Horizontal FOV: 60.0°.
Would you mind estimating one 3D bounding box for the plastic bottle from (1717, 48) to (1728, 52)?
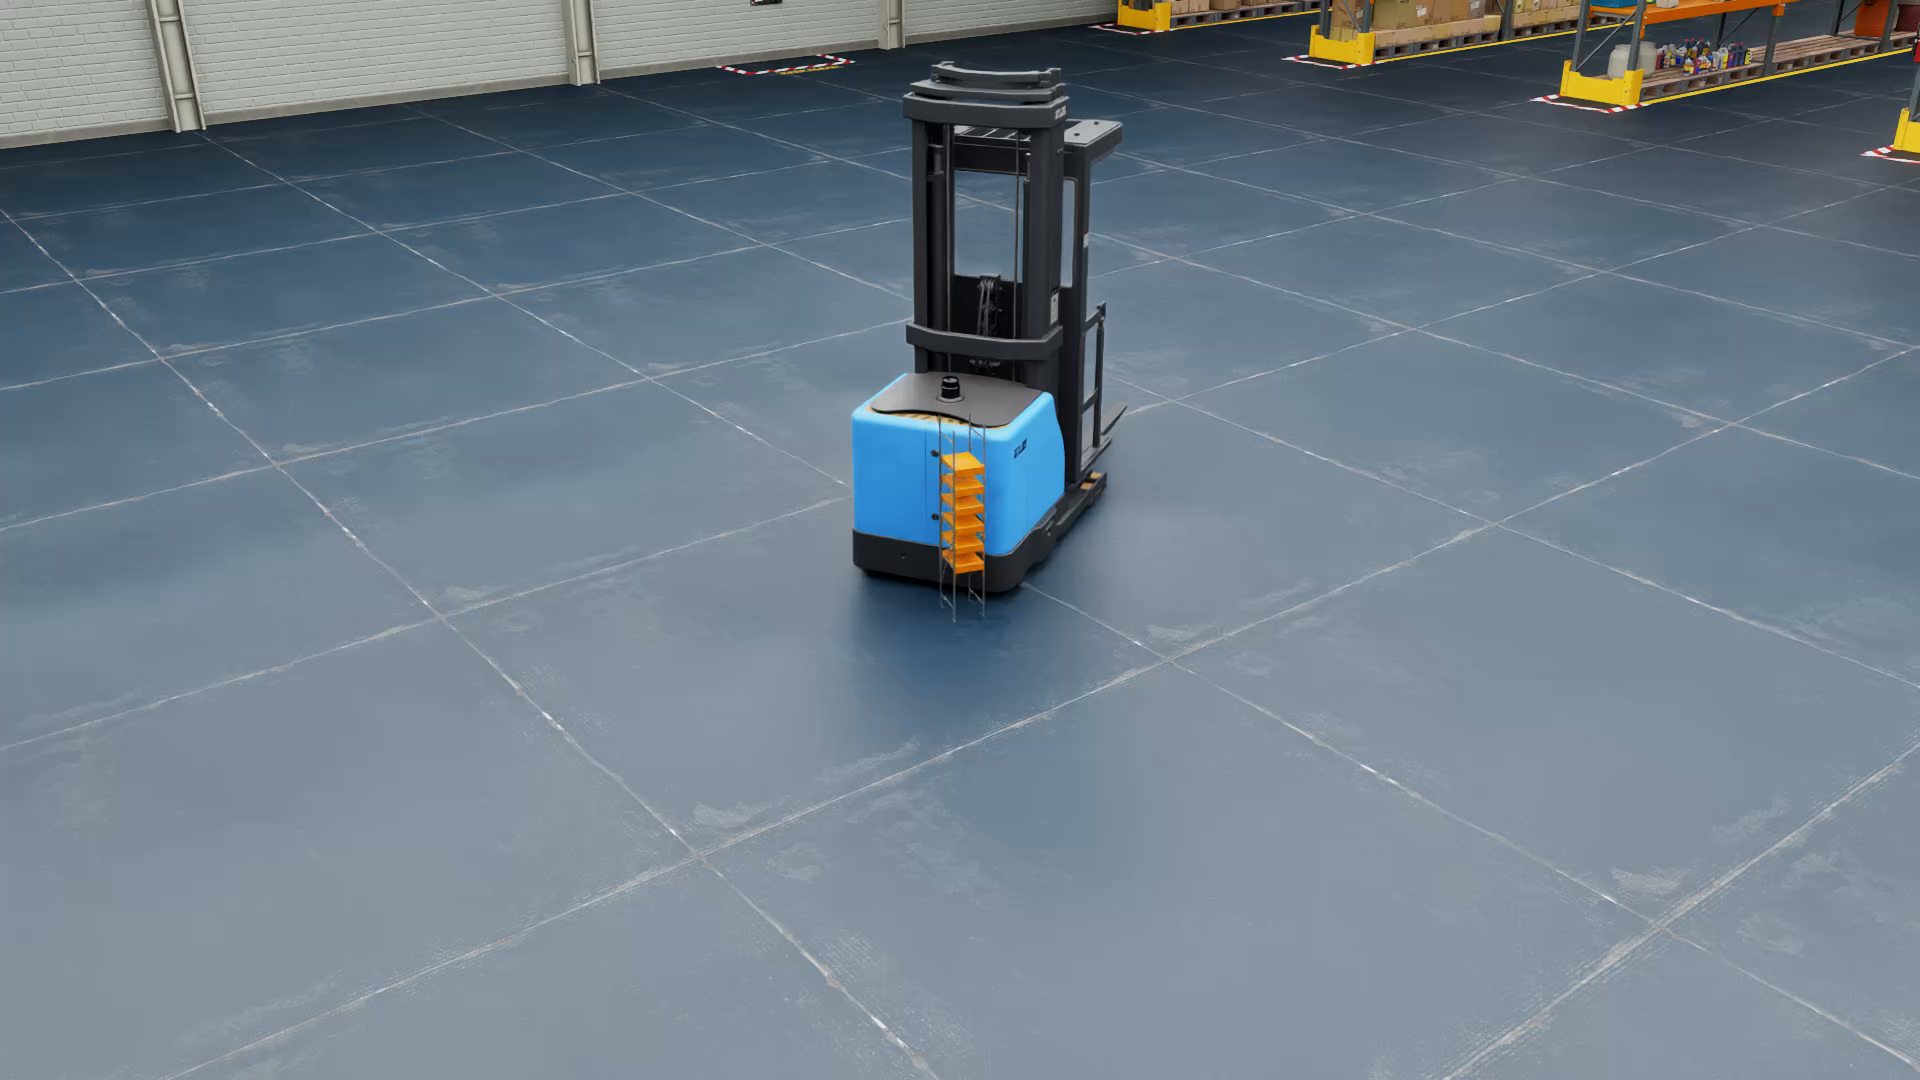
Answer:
[{"bbox_3d":[12.149,-7.702,26.495,0.135,0.276,0.152,-18,31,-34],"label":"plastic bottle"}]

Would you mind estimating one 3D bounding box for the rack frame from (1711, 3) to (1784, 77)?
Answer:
[{"bbox_3d":[12.740,-9.008,26.596,0.127,3.000,1.000,-18,31,-34],"label":"rack frame"}]

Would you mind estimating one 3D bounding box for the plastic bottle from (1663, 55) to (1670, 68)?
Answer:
[{"bbox_3d":[11.183,-7.577,26.315,0.097,0.201,0.097,0,25,0],"label":"plastic bottle"}]

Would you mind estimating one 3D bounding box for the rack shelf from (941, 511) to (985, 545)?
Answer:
[{"bbox_3d":[0.011,-0.081,9.606,0.180,0.103,0.258,-9,26,-19],"label":"rack shelf"}]

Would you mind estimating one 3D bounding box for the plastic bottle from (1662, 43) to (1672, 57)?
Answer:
[{"bbox_3d":[11.219,-7.726,26.458,0.185,0.351,0.144,-17,30,-32],"label":"plastic bottle"}]

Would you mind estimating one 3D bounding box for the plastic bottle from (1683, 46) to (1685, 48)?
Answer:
[{"bbox_3d":[11.607,-7.798,26.707,0.097,0.271,0.097,0,25,0],"label":"plastic bottle"}]

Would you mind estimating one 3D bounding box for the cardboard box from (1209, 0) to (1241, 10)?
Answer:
[{"bbox_3d":[5.136,-10.788,32.879,0.500,0.500,0.700,-21,32,-37],"label":"cardboard box"}]

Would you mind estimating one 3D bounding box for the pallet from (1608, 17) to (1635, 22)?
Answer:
[{"bbox_3d":[13.445,-10.605,33.351,1.213,0.211,1.003,-18,31,-34],"label":"pallet"}]

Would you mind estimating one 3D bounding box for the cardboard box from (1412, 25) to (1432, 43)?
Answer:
[{"bbox_3d":[7.883,-8.880,29.089,0.500,0.250,0.500,-18,31,-34],"label":"cardboard box"}]

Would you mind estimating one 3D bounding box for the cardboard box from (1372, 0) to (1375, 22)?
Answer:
[{"bbox_3d":[7.555,-9.397,29.310,0.500,0.500,0.500,-18,31,-34],"label":"cardboard box"}]

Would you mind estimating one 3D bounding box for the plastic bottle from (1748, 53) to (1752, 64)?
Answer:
[{"bbox_3d":[12.647,-7.741,26.667,0.097,0.201,0.097,0,25,0],"label":"plastic bottle"}]

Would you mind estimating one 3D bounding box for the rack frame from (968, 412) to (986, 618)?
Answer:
[{"bbox_3d":[0.096,-0.136,9.617,0.006,1.200,0.240,-9,26,-19],"label":"rack frame"}]

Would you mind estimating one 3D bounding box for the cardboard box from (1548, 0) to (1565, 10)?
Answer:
[{"bbox_3d":[10.969,-10.135,31.127,0.500,0.311,0.500,-19,31,-36],"label":"cardboard box"}]

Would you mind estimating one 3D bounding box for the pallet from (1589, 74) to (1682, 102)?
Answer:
[{"bbox_3d":[10.265,-6.948,25.471,1.213,0.211,1.003,-18,31,-34],"label":"pallet"}]

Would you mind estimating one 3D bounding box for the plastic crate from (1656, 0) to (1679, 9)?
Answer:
[{"bbox_3d":[10.495,-7.975,24.684,0.250,0.136,0.298,-18,31,-34],"label":"plastic crate"}]

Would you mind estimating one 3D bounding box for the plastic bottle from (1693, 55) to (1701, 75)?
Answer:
[{"bbox_3d":[11.400,-7.357,25.742,0.133,0.283,0.061,-18,30,-33],"label":"plastic bottle"}]

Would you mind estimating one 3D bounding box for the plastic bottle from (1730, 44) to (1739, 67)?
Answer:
[{"bbox_3d":[12.260,-7.693,26.387,0.185,0.351,0.144,-20,32,-37],"label":"plastic bottle"}]

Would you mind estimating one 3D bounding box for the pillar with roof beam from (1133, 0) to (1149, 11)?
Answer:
[{"bbox_3d":[6.152,-13.014,28.102,0.400,9.000,9.100,-18,31,-34],"label":"pillar with roof beam"}]

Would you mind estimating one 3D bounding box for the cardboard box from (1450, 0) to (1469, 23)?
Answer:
[{"bbox_3d":[8.664,-9.483,29.497,0.500,0.500,0.500,-18,31,-34],"label":"cardboard box"}]

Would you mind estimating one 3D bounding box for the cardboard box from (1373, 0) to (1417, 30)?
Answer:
[{"bbox_3d":[7.490,-9.090,28.650,0.500,0.500,0.500,-18,31,-34],"label":"cardboard box"}]

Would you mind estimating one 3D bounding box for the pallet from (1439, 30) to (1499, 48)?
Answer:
[{"bbox_3d":[9.034,-9.192,30.306,1.213,0.211,1.003,-18,31,-34],"label":"pallet"}]

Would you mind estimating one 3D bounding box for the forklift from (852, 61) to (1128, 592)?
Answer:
[{"bbox_3d":[0.366,-1.612,10.742,1.130,2.935,3.031,10,27,20],"label":"forklift"}]

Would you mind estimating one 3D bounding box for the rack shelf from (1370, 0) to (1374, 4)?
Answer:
[{"bbox_3d":[8.112,-9.804,29.166,4.000,0.370,1.077,-18,31,-34],"label":"rack shelf"}]

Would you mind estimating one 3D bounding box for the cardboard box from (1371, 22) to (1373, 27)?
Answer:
[{"bbox_3d":[7.164,-8.925,29.185,0.500,0.250,0.500,-18,31,-34],"label":"cardboard box"}]

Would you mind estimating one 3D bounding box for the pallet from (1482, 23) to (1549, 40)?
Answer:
[{"bbox_3d":[10.242,-9.589,31.161,1.213,0.211,1.003,-18,31,-34],"label":"pallet"}]

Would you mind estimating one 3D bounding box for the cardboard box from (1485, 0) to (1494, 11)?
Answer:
[{"bbox_3d":[9.828,-10.048,30.937,0.500,0.311,0.500,-18,31,-34],"label":"cardboard box"}]

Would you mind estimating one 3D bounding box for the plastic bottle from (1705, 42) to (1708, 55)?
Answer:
[{"bbox_3d":[12.047,-7.910,26.934,0.133,0.283,0.061,-18,31,-34],"label":"plastic bottle"}]

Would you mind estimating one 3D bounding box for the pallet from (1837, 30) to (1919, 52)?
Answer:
[{"bbox_3d":[16.482,-9.001,29.893,1.213,0.211,1.003,-18,31,-34],"label":"pallet"}]

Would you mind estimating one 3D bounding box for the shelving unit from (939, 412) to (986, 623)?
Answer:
[{"bbox_3d":[0.011,-0.122,9.587,0.189,1.200,0.258,-9,26,-19],"label":"shelving unit"}]

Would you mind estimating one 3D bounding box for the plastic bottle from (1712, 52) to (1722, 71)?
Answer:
[{"bbox_3d":[11.875,-7.535,26.134,0.135,0.276,0.152,-18,30,-33],"label":"plastic bottle"}]

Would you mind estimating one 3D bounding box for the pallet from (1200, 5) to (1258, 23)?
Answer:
[{"bbox_3d":[5.159,-10.520,33.167,1.213,0.211,1.003,-18,31,-34],"label":"pallet"}]

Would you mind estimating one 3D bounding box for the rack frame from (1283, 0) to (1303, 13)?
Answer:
[{"bbox_3d":[6.626,-12.290,33.668,0.127,3.000,1.000,-18,31,-34],"label":"rack frame"}]

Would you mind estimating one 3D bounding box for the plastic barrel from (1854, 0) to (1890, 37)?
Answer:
[{"bbox_3d":[16.262,-9.386,29.489,0.708,0.830,0.600,-18,31,-34],"label":"plastic barrel"}]

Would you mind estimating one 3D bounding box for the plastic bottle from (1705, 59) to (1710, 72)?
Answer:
[{"bbox_3d":[11.637,-7.408,25.949,0.097,0.201,0.097,0,25,0],"label":"plastic bottle"}]

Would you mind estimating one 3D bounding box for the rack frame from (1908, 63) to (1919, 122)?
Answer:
[{"bbox_3d":[12.648,-6.328,20.822,0.127,3.000,1.000,-18,31,-34],"label":"rack frame"}]

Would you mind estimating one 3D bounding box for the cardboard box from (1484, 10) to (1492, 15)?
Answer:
[{"bbox_3d":[9.834,-9.797,31.063,0.500,0.250,0.500,-19,31,-35],"label":"cardboard box"}]

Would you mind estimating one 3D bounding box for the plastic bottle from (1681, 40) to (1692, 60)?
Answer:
[{"bbox_3d":[11.700,-7.885,26.800,0.185,0.351,0.144,-20,31,-36],"label":"plastic bottle"}]

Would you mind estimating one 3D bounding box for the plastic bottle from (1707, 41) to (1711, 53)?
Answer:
[{"bbox_3d":[12.218,-8.032,27.212,0.097,0.271,0.097,0,25,0],"label":"plastic bottle"}]

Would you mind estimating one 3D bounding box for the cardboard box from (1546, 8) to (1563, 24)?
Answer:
[{"bbox_3d":[10.965,-9.883,31.250,0.500,0.250,0.500,-19,31,-36],"label":"cardboard box"}]

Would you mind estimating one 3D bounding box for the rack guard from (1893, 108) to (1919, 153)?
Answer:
[{"bbox_3d":[12.708,-5.214,21.391,0.348,0.500,1.175,-18,31,-34],"label":"rack guard"}]

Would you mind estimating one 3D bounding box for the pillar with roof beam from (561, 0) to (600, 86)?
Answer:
[{"bbox_3d":[-3.291,-9.897,21.386,0.400,9.000,9.100,-18,31,-34],"label":"pillar with roof beam"}]

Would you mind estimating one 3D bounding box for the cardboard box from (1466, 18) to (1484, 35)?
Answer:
[{"bbox_3d":[9.057,-9.273,29.936,0.500,0.250,0.500,-18,31,-34],"label":"cardboard box"}]

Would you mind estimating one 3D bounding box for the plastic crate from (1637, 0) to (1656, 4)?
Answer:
[{"bbox_3d":[10.316,-8.297,25.242,0.408,0.251,0.499,-18,31,-34],"label":"plastic crate"}]

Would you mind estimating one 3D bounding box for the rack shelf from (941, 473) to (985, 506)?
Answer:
[{"bbox_3d":[0.011,-0.299,9.505,0.180,0.103,0.258,-9,26,-19],"label":"rack shelf"}]

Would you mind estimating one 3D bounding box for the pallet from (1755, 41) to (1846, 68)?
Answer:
[{"bbox_3d":[14.294,-8.278,28.337,1.213,0.211,1.003,-18,31,-34],"label":"pallet"}]
